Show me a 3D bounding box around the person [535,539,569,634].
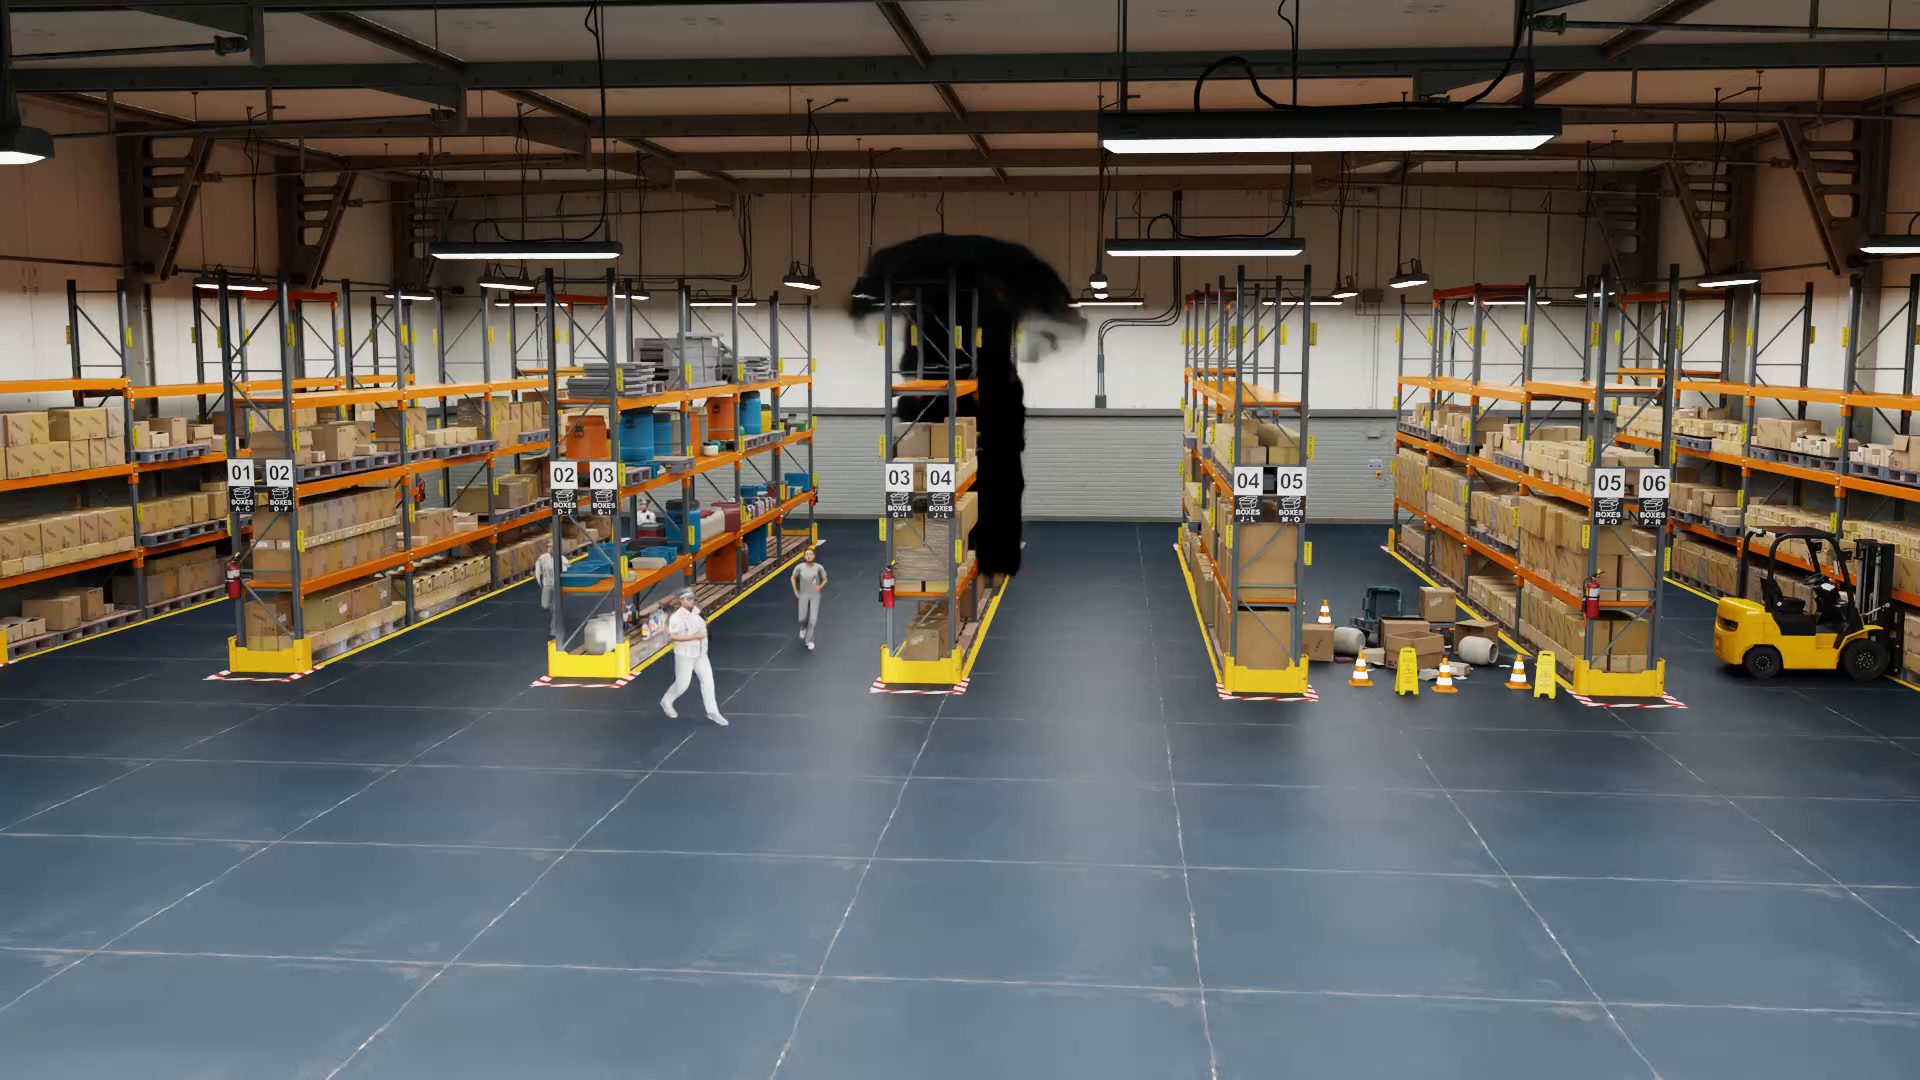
[{"bbox_3d":[-6.901,0.793,28.064,0.654,1.647,0.601,0,7,4],"label":"person"}]

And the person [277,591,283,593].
[{"bbox_3d":[-12.082,0.610,29.673,0.584,1.693,0.718,0,7,2],"label":"person"}]

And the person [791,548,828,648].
[{"bbox_3d":[-2.437,0.943,26.917,0.593,1.619,0.576,-1,7,-4],"label":"person"}]

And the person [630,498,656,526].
[{"bbox_3d":[-6.616,-0.044,34.729,0.588,1.681,0.641,-1,7,-5],"label":"person"}]

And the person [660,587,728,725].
[{"bbox_3d":[-3.479,1.491,21.641,1.036,1.757,0.671,6,9,39],"label":"person"}]
